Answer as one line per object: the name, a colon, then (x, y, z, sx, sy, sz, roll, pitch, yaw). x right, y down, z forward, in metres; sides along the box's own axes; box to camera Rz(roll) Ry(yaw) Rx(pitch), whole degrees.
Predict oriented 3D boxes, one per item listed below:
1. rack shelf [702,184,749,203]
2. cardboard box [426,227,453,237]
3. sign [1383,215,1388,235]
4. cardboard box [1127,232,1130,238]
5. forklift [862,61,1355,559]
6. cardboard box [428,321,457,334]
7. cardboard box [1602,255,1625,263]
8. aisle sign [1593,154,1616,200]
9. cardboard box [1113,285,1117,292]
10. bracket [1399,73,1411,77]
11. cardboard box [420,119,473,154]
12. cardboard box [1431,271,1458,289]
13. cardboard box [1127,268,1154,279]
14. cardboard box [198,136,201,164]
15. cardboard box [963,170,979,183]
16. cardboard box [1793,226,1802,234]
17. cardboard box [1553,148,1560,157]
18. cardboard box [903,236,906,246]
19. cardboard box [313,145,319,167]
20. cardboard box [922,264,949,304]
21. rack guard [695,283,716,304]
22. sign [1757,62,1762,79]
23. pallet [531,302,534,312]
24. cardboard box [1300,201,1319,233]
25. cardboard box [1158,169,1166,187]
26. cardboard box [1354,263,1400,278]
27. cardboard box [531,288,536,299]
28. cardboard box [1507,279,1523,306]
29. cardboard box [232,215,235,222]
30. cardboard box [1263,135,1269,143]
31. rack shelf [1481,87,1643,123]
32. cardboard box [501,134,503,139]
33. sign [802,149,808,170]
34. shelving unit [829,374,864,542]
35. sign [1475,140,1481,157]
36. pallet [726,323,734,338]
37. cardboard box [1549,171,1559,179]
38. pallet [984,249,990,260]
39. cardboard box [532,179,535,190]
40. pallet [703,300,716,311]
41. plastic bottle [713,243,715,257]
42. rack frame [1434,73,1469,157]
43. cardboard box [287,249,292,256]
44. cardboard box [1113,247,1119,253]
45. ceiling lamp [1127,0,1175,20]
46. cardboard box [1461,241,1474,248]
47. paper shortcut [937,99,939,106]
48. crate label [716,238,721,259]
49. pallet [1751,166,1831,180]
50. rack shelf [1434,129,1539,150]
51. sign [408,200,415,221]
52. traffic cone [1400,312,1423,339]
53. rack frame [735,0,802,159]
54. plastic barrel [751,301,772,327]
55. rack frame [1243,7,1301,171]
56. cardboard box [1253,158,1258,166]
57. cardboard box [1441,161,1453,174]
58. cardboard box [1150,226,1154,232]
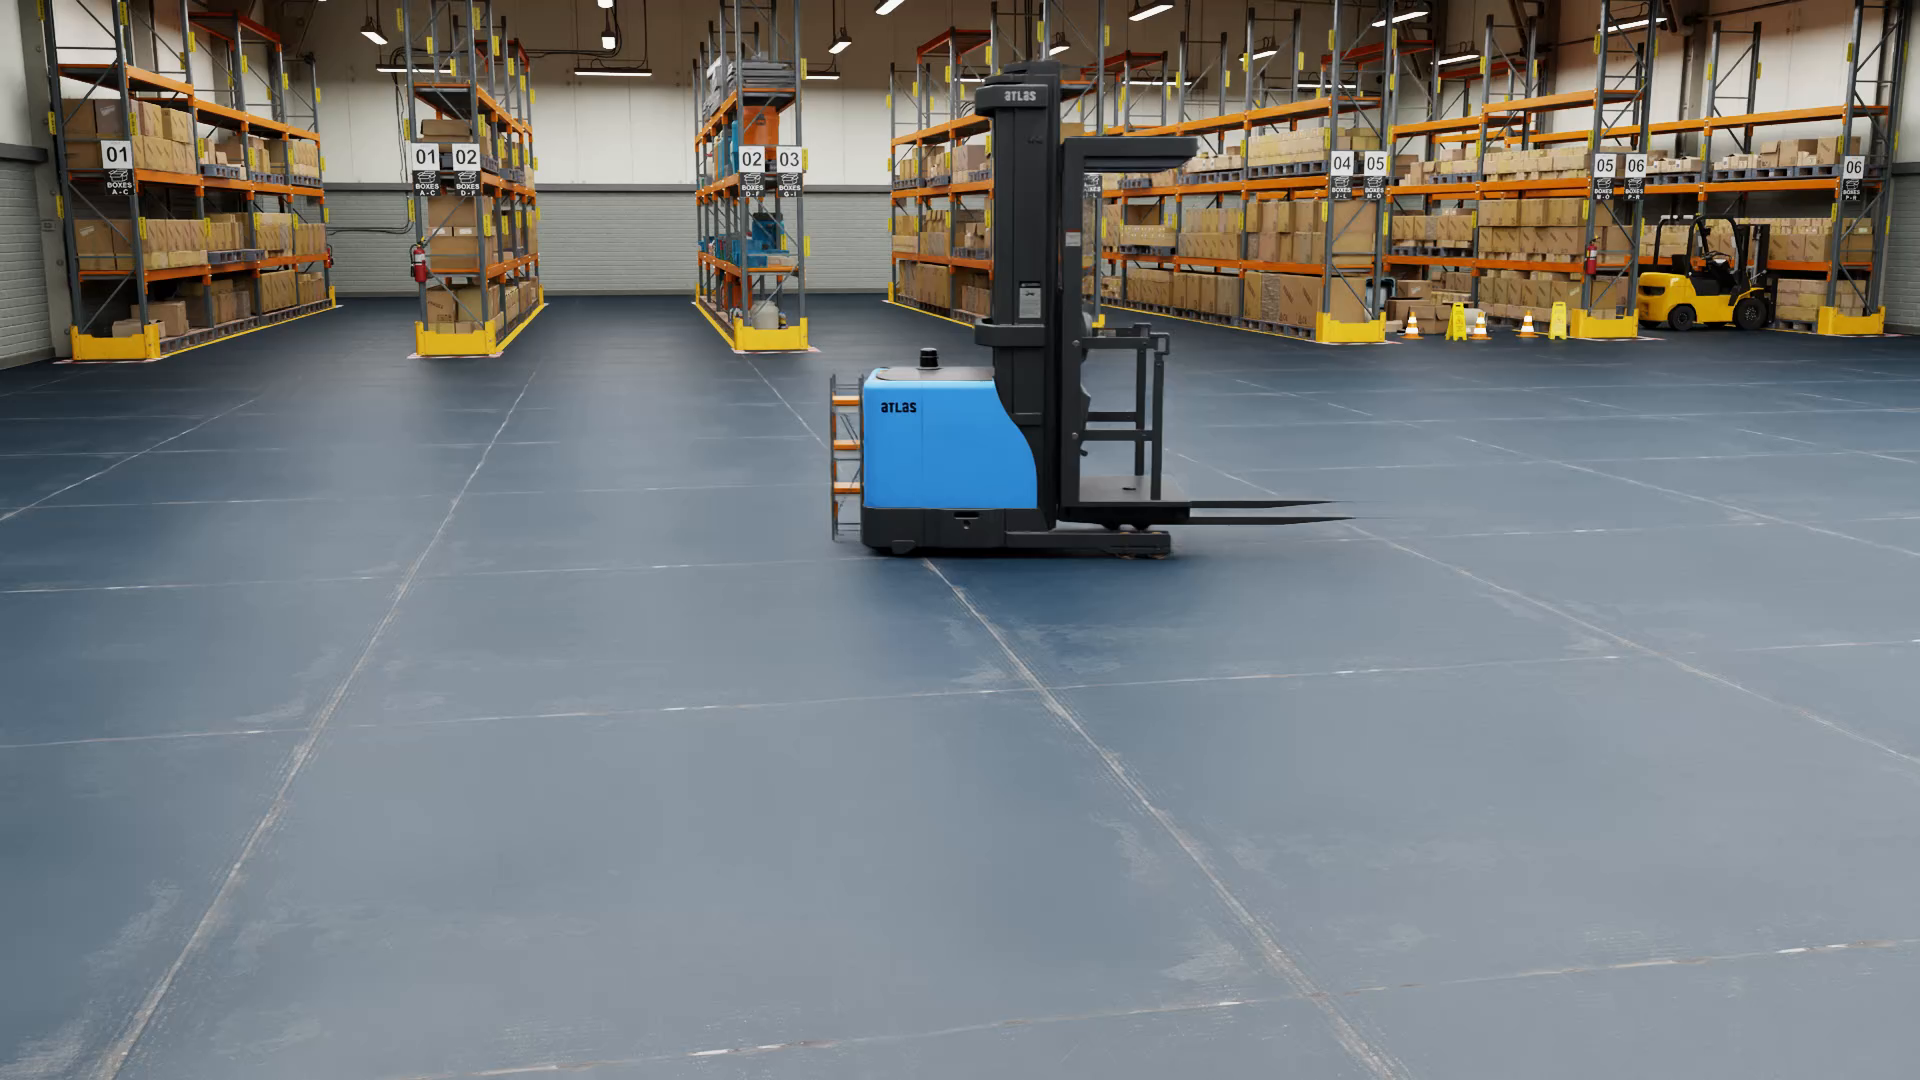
rack shelf: (-4.954, -7.522, 36.096, 1.077, 0.370, 4.000, -2, 11, -11)
cardboard box: (-8.129, -4.819, 25.992, 0.380, 0.149, 0.250, -2, 11, -12)
sign: (7.280, -5.393, 28.482, 0.100, 0.325, 0.005, -2, 11, -11)
cardboard box: (4.129, -7.156, 39.024, 0.380, 0.149, 0.250, -2, 11, -10)
forklift: (0.921, -1.423, 10.335, 3.031, 2.935, 1.130, 0, 11, 0)
cardboard box: (-8.262, -3.332, 26.408, 0.500, 0.250, 0.500, -2, 11, -11)
cardboard box: (11.707, -5.055, 29.903, 0.380, 0.149, 0.250, -2, 11, -11)
aisle sign: (11.298, -6.363, 29.155, 0.394, 0.787, 0.004, -2, 11, -11)
cardboard box: (3.963, -6.158, 40.734, 0.380, 0.149, 0.250, -3, 11, -14)
bracket: (12.714, -14.042, 50.780, 0.076, 0.066, 5.218, -2, 11, -11)
cardboard box: (-7.976, -6.293, 25.942, 0.797, 0.503, 0.637, -1, 11, -7)
cardboard box: (13.353, -7.088, 45.469, 0.797, 0.503, 0.637, -3, 11, -13)
cardboard box: (4.285, -6.312, 39.395, 0.500, 0.250, 0.500, -3, 11, -14)
cardboard box: (-13.532, -6.773, 28.848, 0.500, 0.500, 0.500, -1, 11, -3)
cardboard box: (0.344, -7.332, 33.572, 0.500, 0.250, 0.500, -2, 11, -10)
cardboard box: (15.990, -5.852, 31.419, 0.380, 0.149, 0.250, -2, 11, -11)
cardboard box: (11.096, -7.090, 30.440, 0.380, 0.149, 0.250, -2, 11, -11)
cardboard box: (-1.125, -7.374, 41.023, 0.500, 0.250, 0.500, -2, 11, -12)
cardboard box: (-15.429, -9.041, 39.160, 0.500, 0.500, 0.500, -2, 11, -11)
cardboard box: (-0.166, -5.831, 37.868, 1.225, 0.875, 0.875, -3, 11, -13)
rack guard: (-6.138, -6.278, 42.345, 1.175, 0.500, 0.348, -2, 11, -11)
sign: (16.210, -9.523, 33.739, 0.100, 0.325, 0.005, -2, 11, -11)
pallet: (-10.335, -5.345, 38.216, 1.003, 0.211, 1.213, -2, 11, -11)
cardboard box: (6.503, -5.681, 29.232, 0.875, 0.550, 0.550, -2, 11, -11)
cardboard box: (4.708, -8.086, 36.870, 0.500, 0.500, 0.500, -2, 11, -11)
cardboard box: (9.792, -6.032, 38.923, 0.875, 0.875, 0.875, -2, 11, -10)
cardboard box: (-10.477, -5.922, 39.966, 0.500, 0.250, 0.500, -2, 11, -11)
cardboard box: (10.857, -4.755, 31.881, 0.500, 0.500, 0.500, -2, 11, -8)
cardboard box: (-14.186, -6.197, 32.051, 0.380, 0.149, 0.250, -4, 11, -18)
cardboard box: (5.843, -7.422, 30.794, 0.380, 0.149, 0.250, -2, 11, -12)
rack shelf: (11.181, -8.067, 30.947, 1.077, 0.370, 4.000, -2, 11, -11)
cardboard box: (-9.602, -8.043, 33.969, 0.500, 0.500, 0.500, -2, 11, -11)
sign: (-2.468, -6.065, 26.493, 0.100, 0.325, 0.005, -2, 11, -11)
shelving unit: (-0.717, -0.527, 10.656, 0.215, 1.050, 0.252, 0, 11, 0)
sign: (10.249, -7.742, 32.892, 0.100, 0.325, 0.005, -2, 11, -11)
pallet: (-3.697, -3.807, 30.133, 1.003, 0.211, 1.213, -2, 11, -11)
cardboard box: (11.049, -6.701, 30.530, 0.380, 0.149, 0.250, -2, 11, -11)
pallet: (1.066, -5.533, 32.256, 1.003, 0.211, 1.213, -2, 11, -11)
cardboard box: (-10.622, -8.638, 40.437, 0.500, 0.250, 0.500, -2, 11, -11)
pallet: (-5.524, -5.532, 39.198, 1.003, 0.211, 1.213, -2, 11, -11)
plastic bottle: (-5.284, -6.246, 35.803, 0.061, 0.283, 0.133, -2, 11, -11)
rack frame: (13.327, -11.171, 45.322, 1.000, 3.000, 0.127, -2, 11, -11)
cardboard box: (-14.645, -6.198, 35.855, 0.380, 0.149, 0.250, -2, 11, -10)
cardboard box: (3.958, -7.074, 40.514, 0.380, 0.149, 0.250, -2, 11, -13)
ceiling lamp: (3.801, -11.372, 30.764, 0.800, 3.185, 2.000, -2, 11, -11)
cardboard box: (10.422, -6.009, 33.795, 0.380, 0.149, 0.250, -2, 11, -10)
paper shortcut: (-0.478, -9.454, 35.926, 0.009, 0.170, 0.078, 9, -22, -13)
crate label: (-4.637, -5.860, 33.370, 0.502, 0.435, 0.616, -2, 11, -11)
pallet: (16.086, -7.074, 32.057, 1.003, 0.211, 1.213, -2, 11, -11)
rack shelf: (13.716, -10.449, 43.462, 1.077, 0.370, 4.000, -2, 11, -11)
sign: (-8.403, -5.056, 25.510, 0.100, 0.325, 0.005, -2, 11, -11)
traffic cone: (8.024, -3.813, 29.490, 0.336, 0.463, 0.334, -2, 11, -11)
rack frame: (-3.009, -7.515, 26.112, 1.000, 3.000, 0.127, -2, 11, -11)
plastic barrel: (-3.309, -3.762, 27.969, 0.421, 0.512, 0.421, 0, 11, 0)
rack frame: (5.957, -8.591, 31.763, 1.000, 3.000, 0.127, -2, 11, -11)
cardboard box: (5.746, -7.122, 31.354, 0.380, 0.149, 0.250, -2, 11, -11)
cardboard box: (10.345, -7.737, 34.577, 0.500, 0.250, 0.500, -2, 11, -10)
cardboard box: (4.480, -6.968, 37.243, 0.380, 0.149, 0.250, -2, 11, -9)
